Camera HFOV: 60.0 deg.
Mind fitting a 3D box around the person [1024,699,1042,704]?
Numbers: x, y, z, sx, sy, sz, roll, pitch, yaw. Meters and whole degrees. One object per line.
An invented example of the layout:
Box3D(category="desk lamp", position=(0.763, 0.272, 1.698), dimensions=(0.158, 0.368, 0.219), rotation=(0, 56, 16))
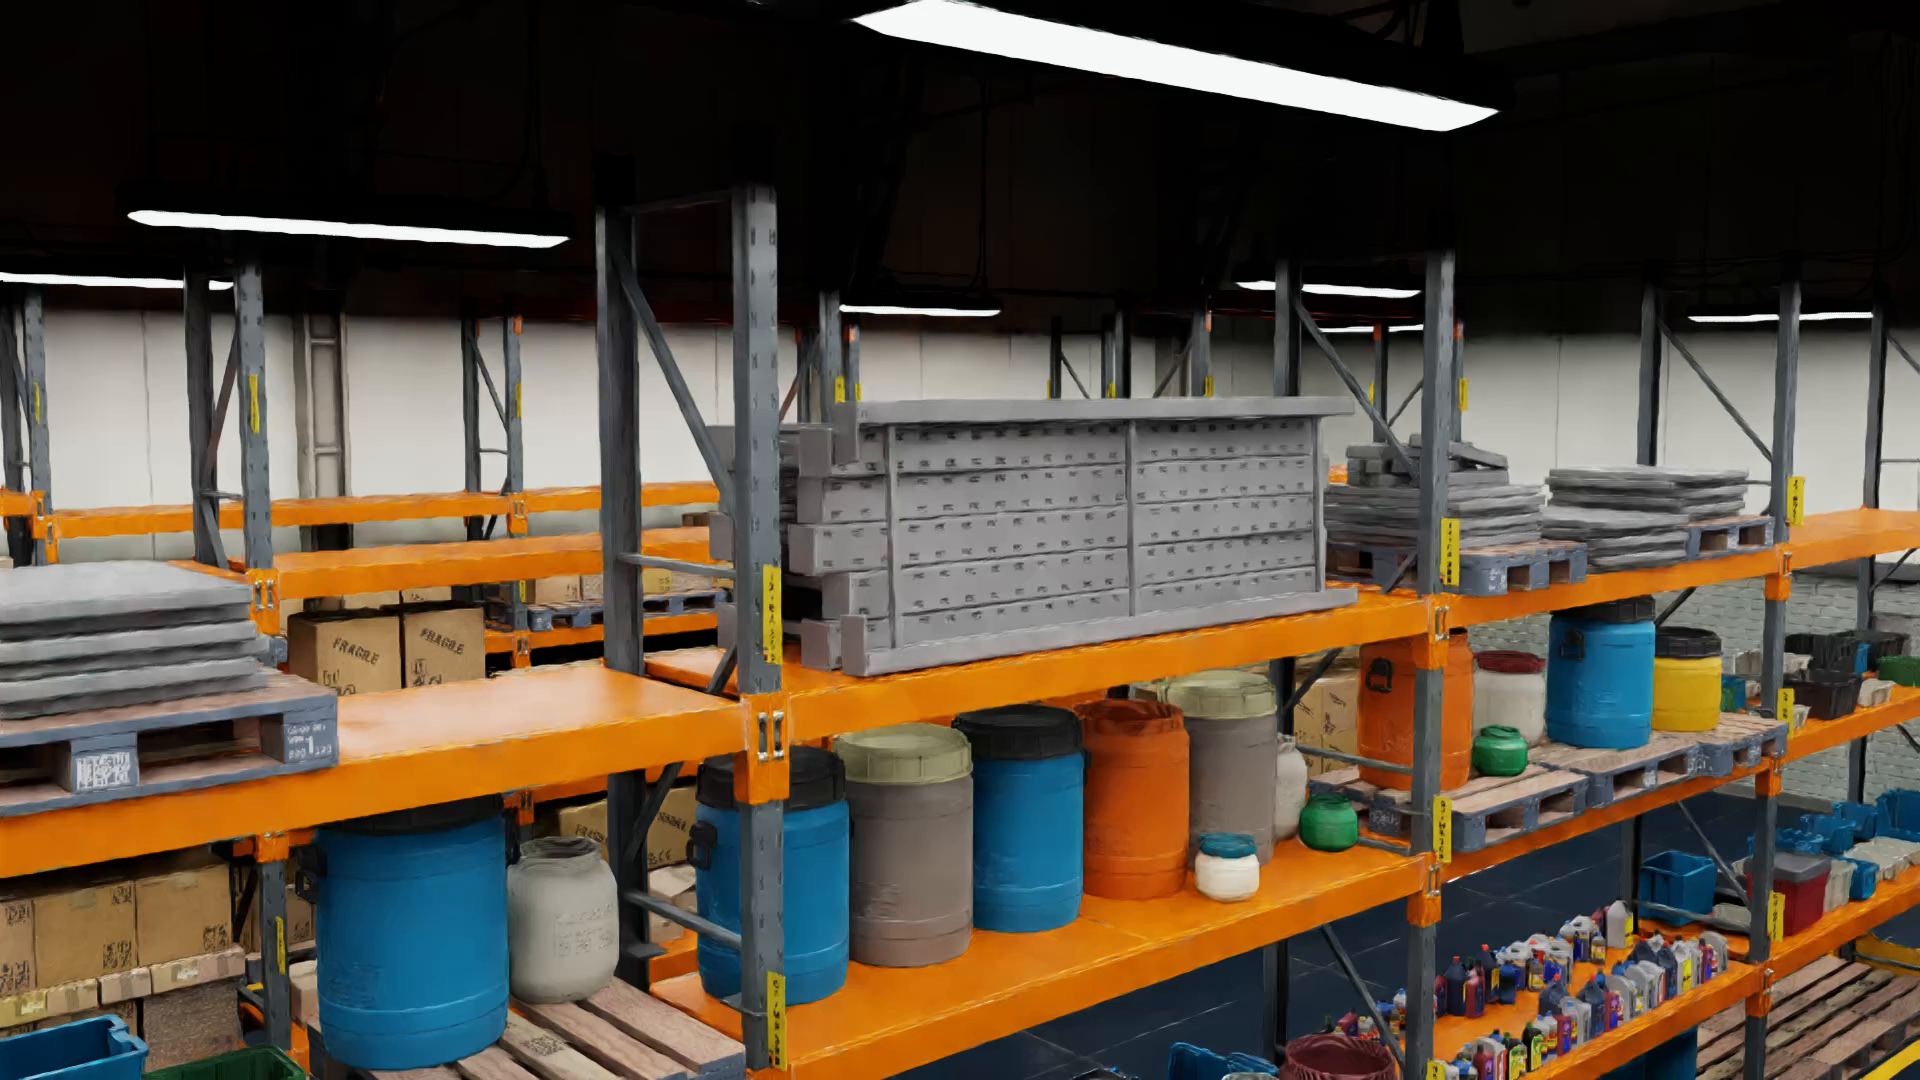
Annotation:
Box3D(category="person", position=(0.921, 2.518, 19.026), dimensions=(0.536, 1.715, 0.666), rotation=(-5, 7, -43))
